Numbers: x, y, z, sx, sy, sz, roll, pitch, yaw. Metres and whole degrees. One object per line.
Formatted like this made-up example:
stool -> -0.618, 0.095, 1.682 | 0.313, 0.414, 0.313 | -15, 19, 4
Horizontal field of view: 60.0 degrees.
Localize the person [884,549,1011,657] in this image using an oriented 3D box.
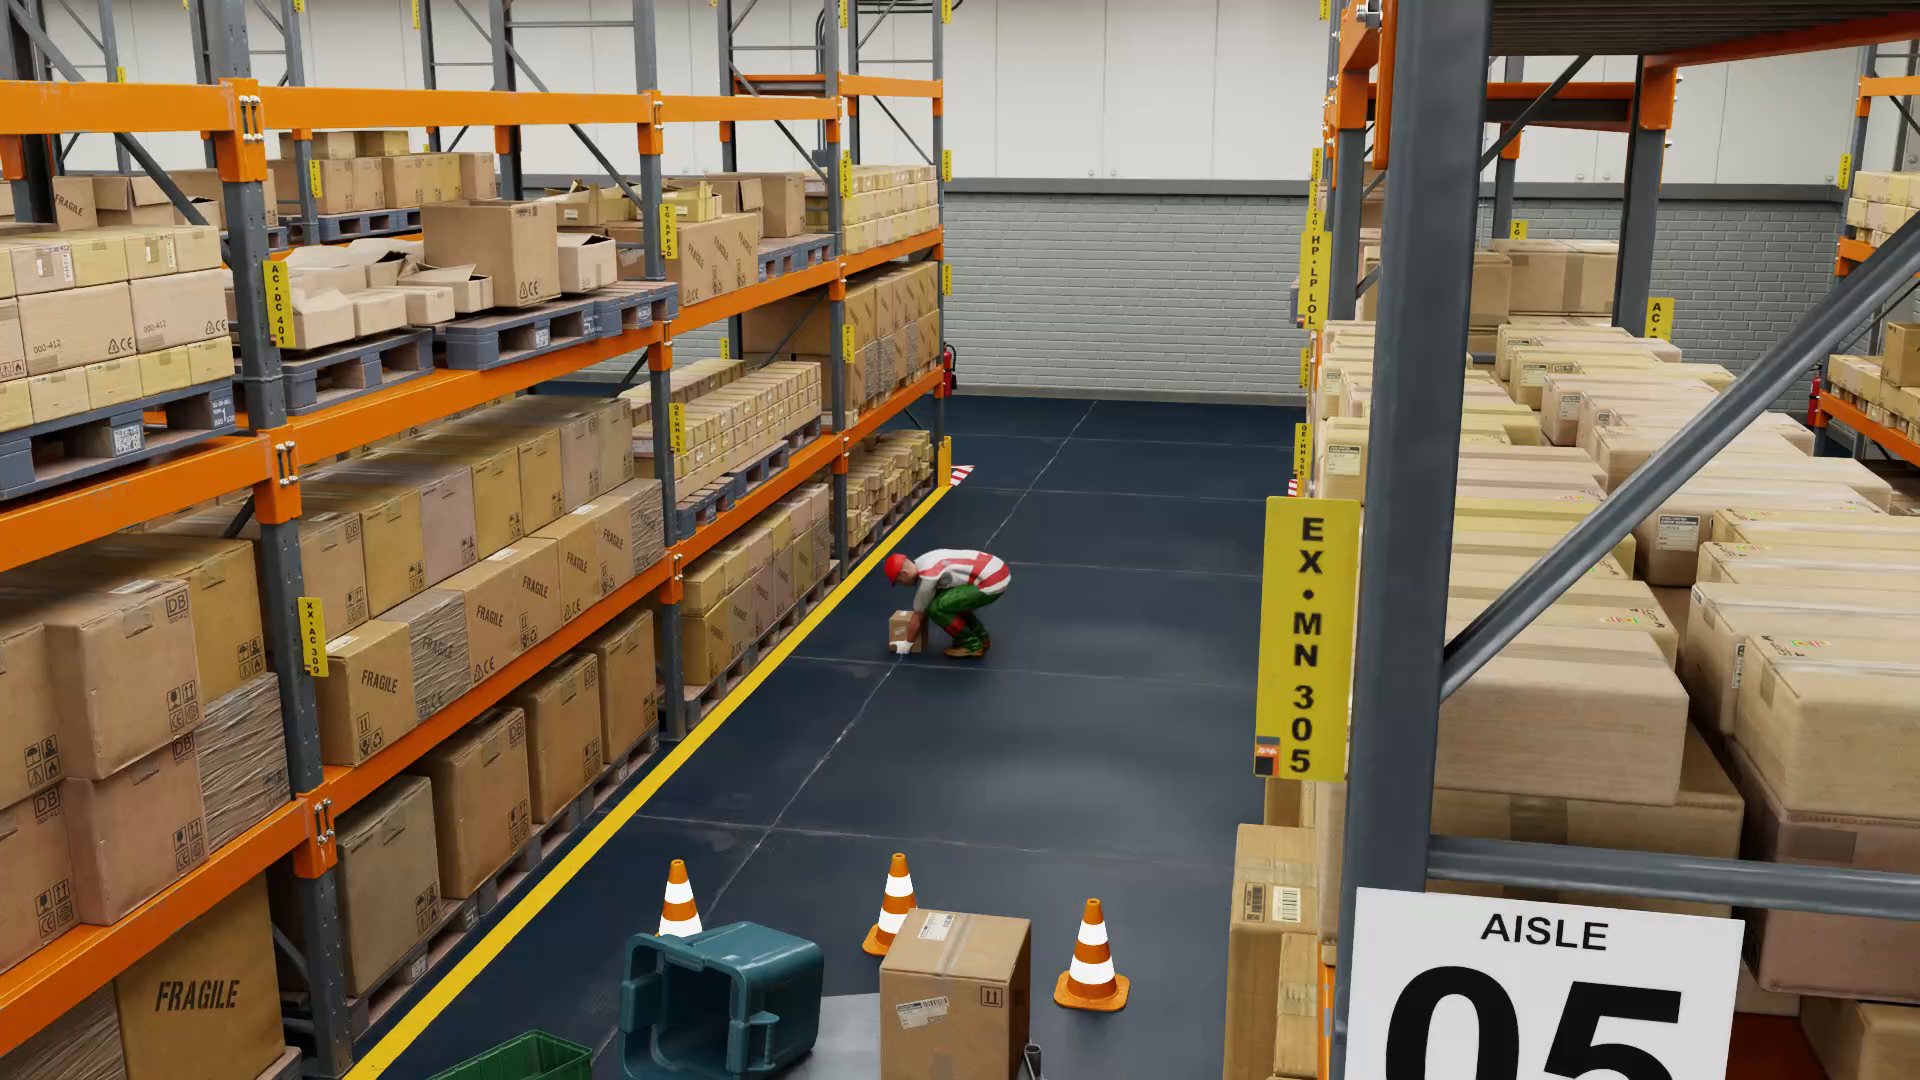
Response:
person -> -0.099, 0.477, 12.678 | 0.964, 0.807, 0.516 | 3, 15, 10
